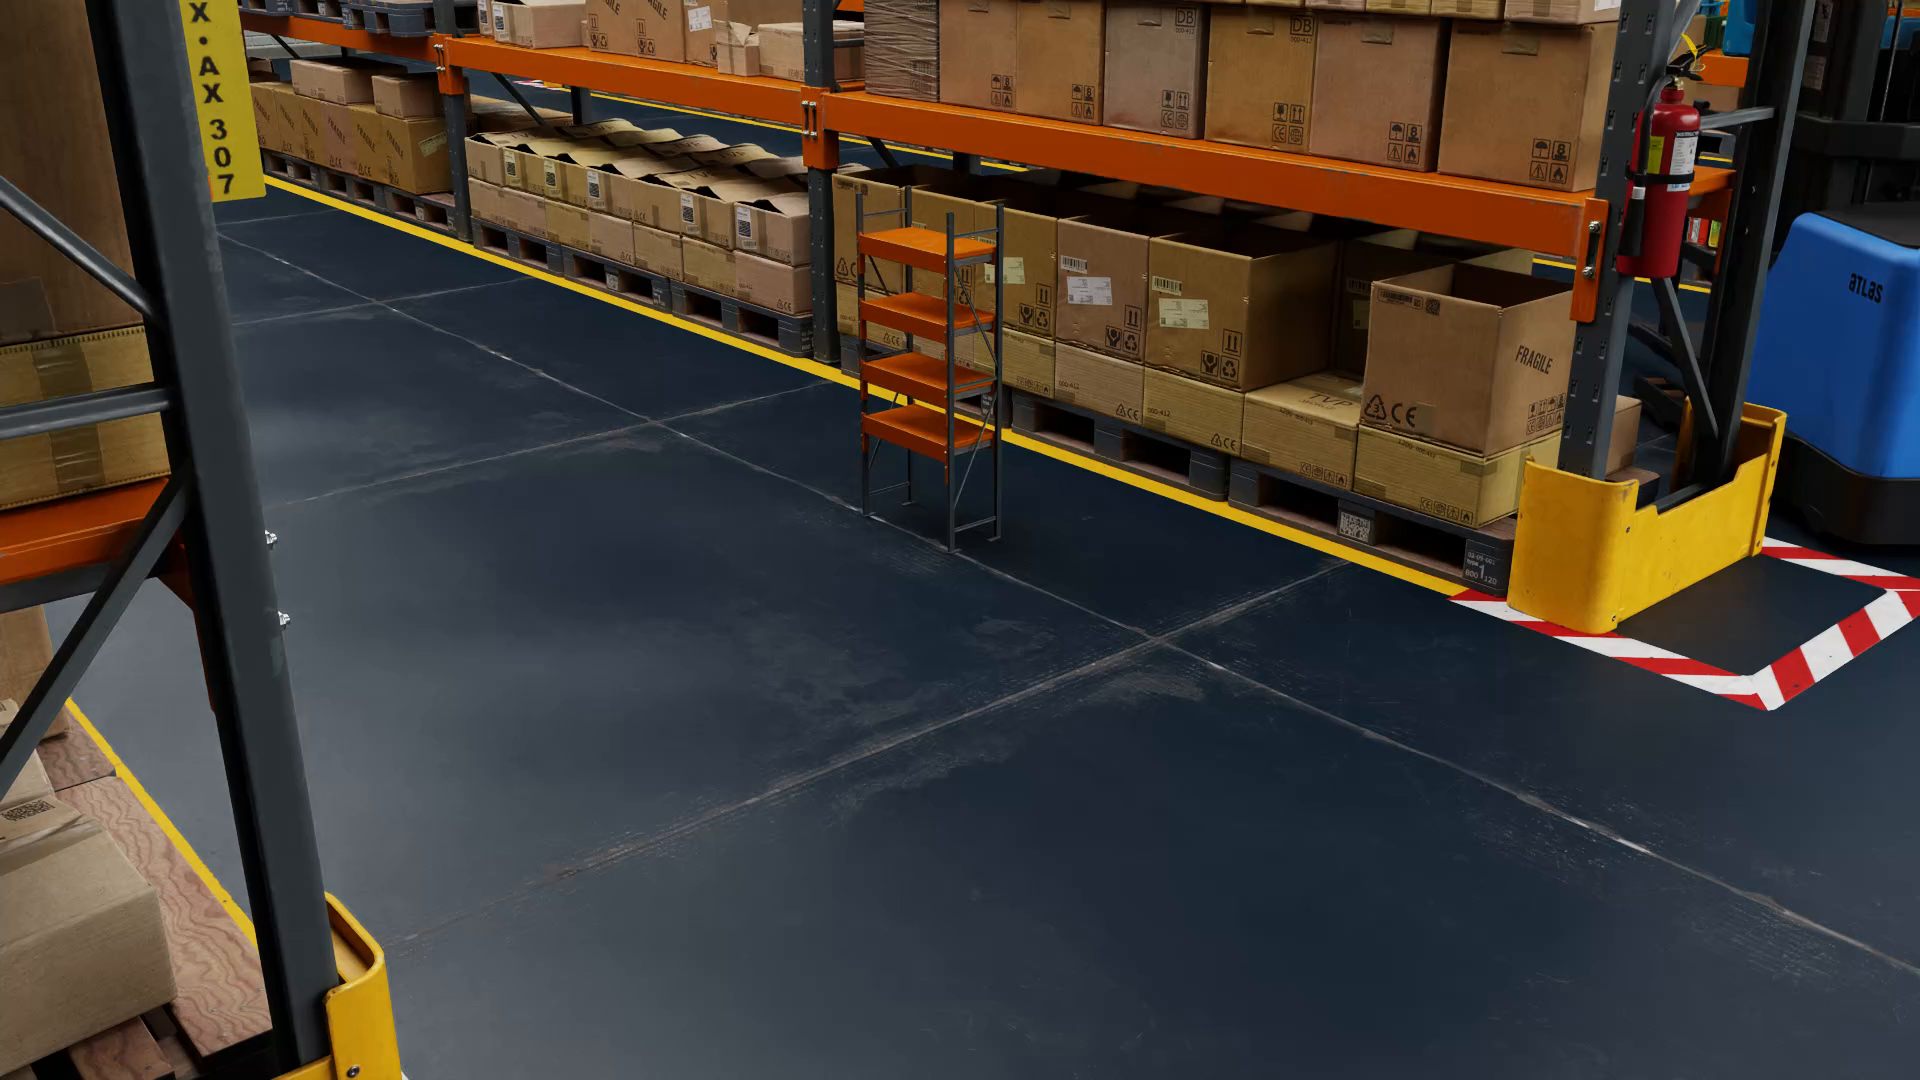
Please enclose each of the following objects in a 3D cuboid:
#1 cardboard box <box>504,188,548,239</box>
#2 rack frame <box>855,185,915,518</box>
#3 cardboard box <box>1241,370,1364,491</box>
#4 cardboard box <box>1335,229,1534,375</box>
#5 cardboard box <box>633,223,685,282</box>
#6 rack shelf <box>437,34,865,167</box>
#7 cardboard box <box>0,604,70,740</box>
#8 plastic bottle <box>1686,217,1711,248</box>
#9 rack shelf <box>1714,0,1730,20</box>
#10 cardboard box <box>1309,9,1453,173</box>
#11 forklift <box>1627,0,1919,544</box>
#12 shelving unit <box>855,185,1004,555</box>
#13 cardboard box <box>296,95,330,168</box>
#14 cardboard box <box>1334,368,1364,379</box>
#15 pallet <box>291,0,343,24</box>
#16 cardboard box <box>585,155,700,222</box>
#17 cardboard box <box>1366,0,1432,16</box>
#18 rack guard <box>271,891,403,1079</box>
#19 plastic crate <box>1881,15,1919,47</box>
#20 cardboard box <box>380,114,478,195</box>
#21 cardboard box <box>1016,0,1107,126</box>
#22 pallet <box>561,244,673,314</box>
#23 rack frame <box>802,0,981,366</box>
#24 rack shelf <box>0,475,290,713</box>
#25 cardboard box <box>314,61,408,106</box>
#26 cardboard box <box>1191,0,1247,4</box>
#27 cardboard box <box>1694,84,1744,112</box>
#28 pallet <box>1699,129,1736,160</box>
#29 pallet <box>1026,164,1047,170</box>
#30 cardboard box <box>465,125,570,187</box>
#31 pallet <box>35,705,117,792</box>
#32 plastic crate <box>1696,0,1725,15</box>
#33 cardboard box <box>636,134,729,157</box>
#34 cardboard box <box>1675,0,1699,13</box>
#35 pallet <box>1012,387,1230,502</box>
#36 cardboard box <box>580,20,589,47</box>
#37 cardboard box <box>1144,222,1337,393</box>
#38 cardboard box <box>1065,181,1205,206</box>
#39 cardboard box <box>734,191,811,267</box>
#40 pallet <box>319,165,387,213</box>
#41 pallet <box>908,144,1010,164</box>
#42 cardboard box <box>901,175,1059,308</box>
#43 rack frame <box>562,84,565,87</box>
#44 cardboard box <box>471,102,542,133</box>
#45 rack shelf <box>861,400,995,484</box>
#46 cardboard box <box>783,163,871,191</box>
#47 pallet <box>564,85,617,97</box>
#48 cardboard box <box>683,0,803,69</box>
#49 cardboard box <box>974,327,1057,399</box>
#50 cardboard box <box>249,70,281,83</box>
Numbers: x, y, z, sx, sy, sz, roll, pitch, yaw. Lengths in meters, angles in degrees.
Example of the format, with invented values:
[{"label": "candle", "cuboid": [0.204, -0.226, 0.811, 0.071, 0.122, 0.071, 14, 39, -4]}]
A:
[{"label": "cardboard box", "cuboid": [-2.472, -2.055, 10.313, 0.500, 0.250, 0.500, -18, 28, -39]}, {"label": "rack frame", "cuboid": [-0.267, -0.672, 6.054, 0.240, 1.200, 0.015, -17, 27, -37]}, {"label": "cardboard box", "cuboid": [1.393, -0.411, 6.116, 0.500, 0.250, 0.500, -17, 27, -37]}, {"label": "cardboard box", "cuboid": [1.793, -0.886, 6.300, 0.500, 0.500, 0.500, -17, 27, -37]}, {"label": "cardboard box", "cuboid": [-1.463, -1.630, 9.228, 0.500, 0.250, 0.500, -17, 27, -36]}, {"label": "rack shelf", "cuboid": [-1.615, -2.606, 9.510, 1.077, 0.370, 4.000, -17, 27, -37]}, {"label": "cardboard box", "cuboid": [-2.645, 0.272, 4.002, 0.700, 0.500, 0.500, -20, 29, -41]}, {"label": "plastic bottle", "cuboid": [4.382, -1.877, 9.795, 0.152, 0.276, 0.135, -17, 27, -37]}, {"label": "rack shelf", "cuboid": [5.893, -4.963, 15.529, 1.077, 0.370, 4.000, -17, 27, -37]}, {"label": "cardboard box", "cuboid": [1.660, -1.606, 5.833, 0.700, 0.500, 0.500, -17, 27, -36]}, {"label": "forklift", "cuboid": [3.586, -1.834, 6.648, 1.130, 2.935, 3.031, 0, 21, 0]}, {"label": "shelving unit", "cuboid": [-0.108, -0.604, 5.882, 0.258, 1.200, 0.503, -17, 27, -37]}, {"label": "cardboard box", "cuboid": [-4.723, -3.163, 12.771, 0.500, 0.500, 0.500, -17, 27, -37]}, {"label": "cardboard box", "cuboid": [1.791, -0.537, 6.436, 0.500, 0.250, 0.500, -17, 27, -37]}, {"label": "pallet", "cuboid": [-4.193, -3.940, 12.194, 1.003, 0.211, 1.213, -17, 27, -37]}, {"label": "cardboard box", "cuboid": [-1.784, -2.029, 9.476, 0.500, 0.311, 0.500, -18, 28, -38]}, {"label": "cardboard box", "cuboid": [1.569, -1.834, 5.528, 0.380, 0.149, 0.250, -18, 28, -38]}, {"label": "rack guard", "cuboid": [-1.498, 1.040, 2.643, 1.175, 0.500, 0.348, -17, 27, -37]}, {"label": "plastic crate", "cuboid": [5.084, -2.640, 8.815, 0.499, 0.251, 0.408, -17, 27, -37]}, {"label": "cardboard box", "cuboid": [-3.708, -2.737, 11.683, 0.500, 0.500, 0.500, -16, 27, -35]}, {"label": "cardboard box", "cuboid": [0.659, -2.030, 6.917, 0.700, 0.500, 0.500, -17, 27, -37]}, {"label": "pallet", "cuboid": [-1.620, -1.621, 9.834, 1.003, 0.211, 1.213, -17, 27, -37]}, {"label": "rack frame", "cuboid": [-0.309, -2.388, 7.968, 1.000, 3.000, 0.127, -17, 27, -37]}, {"label": "rack shelf", "cuboid": [-2.754, -0.320, 3.675, 1.077, 0.370, 4.000, -17, 27, -37]}, {"label": "cardboard box", "cuboid": [-4.419, -3.382, 12.302, 0.500, 0.250, 0.500, -18, 28, -38]}, {"label": "cardboard box", "cuboid": [1.062, -2.049, 6.077, 0.380, 0.149, 0.250, -17, 27, -36]}, {"label": "cardboard box", "cuboid": [6.814, -3.961, 14.809, 0.500, 0.500, 0.700, 20, 29, 41]}, {"label": "pallet", "cuboid": [6.689, -3.662, 15.044, 1.003, 0.211, 1.213, -17, 27, -37]}, {"label": "pallet", "cuboid": [1.311, -3.150, 13.736, 1.003, 0.211, 1.213, -17, 27, -37]}, {"label": "cardboard box", "cuboid": [-2.801, -2.455, 10.565, 0.500, 0.311, 0.500, -16, 27, -36]}, {"label": "pallet", "cuboid": [-2.794, 0.605, 4.150, 1.003, 0.211, 1.213, -17, 27, -37]}, {"label": "plastic crate", "cuboid": [4.374, -3.256, 10.388, 0.499, 0.251, 0.616, -17, 27, -37]}, {"label": "cardboard box", "cuboid": [-1.720, -2.301, 10.172, 0.500, 0.311, 0.500, -18, 27, -38]}, {"label": "cardboard box", "cuboid": [2.209, -1.791, 5.418, 0.380, 0.149, 0.250, -18, 27, -38]}, {"label": "pallet", "cuboid": [0.979, -0.523, 7.030, 1.003, 0.211, 1.213, -17, 27, -37]}, {"label": "cardboard box", "cuboid": [-2.045, -3.037, 9.970, 0.380, 0.149, 0.250, -15, 26, -34]}, {"label": "cardboard box", "cuboid": [1.063, -0.898, 6.329, 0.500, 0.500, 0.500, -17, 27, -37]}, {"label": "cardboard box", "cuboid": [0.806, -1.298, 7.352, 0.500, 0.500, 0.500, -17, 27, -37]}, {"label": "cardboard box", "cuboid": [-0.791, -1.608, 8.402, 0.500, 0.311, 0.500, -17, 27, -37]}, {"label": "pallet", "cuboid": [-4.171, -2.747, 12.708, 1.003, 0.211, 1.213, -17, 27, -37]}, {"label": "pallet", "cuboid": [0.289, -3.581, 14.837, 1.003, 0.211, 1.213, -17, 27, -37]}, {"label": "cardboard box", "cuboid": [0.089, -1.314, 7.391, 0.500, 0.500, 0.500, -17, 27, -37]}, {"label": "rack frame", "cuboid": [-4.387, -6.882, 19.441, 1.000, 3.000, 0.127, -17, 27, -37]}, {"label": "cardboard box", "cuboid": [-3.347, -2.871, 12.026, 0.500, 0.500, 0.500, -19, 28, -39]}, {"label": "rack shelf", "cuboid": [-0.108, -0.357, 5.979, 0.258, 0.148, 0.480, -17, 27, -37]}, {"label": "cardboard box", "cuboid": [-0.713, -1.878, 9.090, 0.500, 0.311, 0.500, -18, 28, -38]}, {"label": "pallet", "cuboid": [-3.878, -5.346, 19.344, 1.003, 0.211, 1.213, -17, 27, -37]}, {"label": "cardboard box", "cuboid": [-1.142, -2.796, 8.873, 0.500, 0.500, 0.500, -15, 26, -34]}, {"label": "cardboard box", "cuboid": [0.409, -0.824, 7.170, 0.500, 0.250, 0.500, -17, 27, -37]}, {"label": "cardboard box", "cuboid": [-6.118, -3.729, 14.217, 0.500, 0.500, 0.500, -17, 27, -37]}]
